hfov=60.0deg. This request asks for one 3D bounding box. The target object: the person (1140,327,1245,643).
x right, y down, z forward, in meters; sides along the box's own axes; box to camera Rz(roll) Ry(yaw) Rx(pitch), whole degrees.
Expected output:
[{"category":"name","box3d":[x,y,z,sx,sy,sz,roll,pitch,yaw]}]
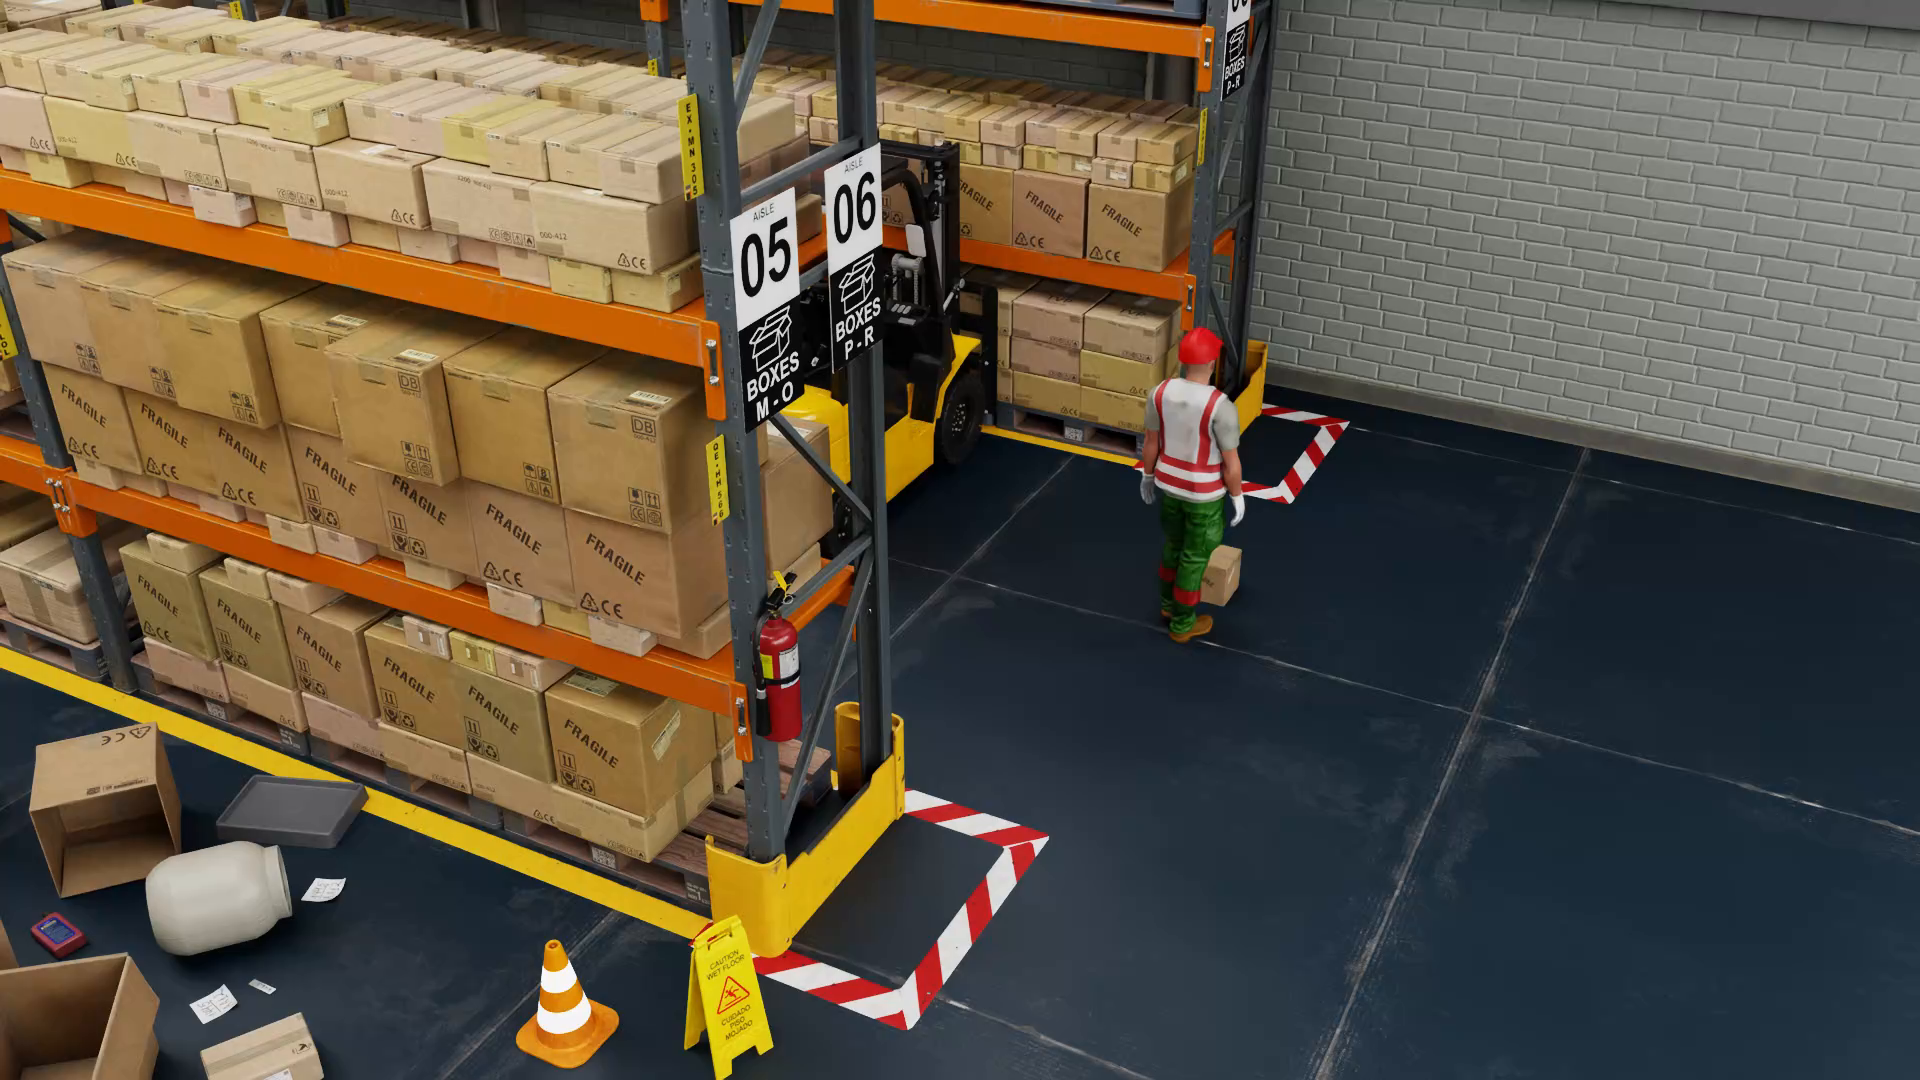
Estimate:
[{"category":"person","box3d":[1.269,-0.281,8.783,0.585,1.832,0.496,23,37,35]}]
